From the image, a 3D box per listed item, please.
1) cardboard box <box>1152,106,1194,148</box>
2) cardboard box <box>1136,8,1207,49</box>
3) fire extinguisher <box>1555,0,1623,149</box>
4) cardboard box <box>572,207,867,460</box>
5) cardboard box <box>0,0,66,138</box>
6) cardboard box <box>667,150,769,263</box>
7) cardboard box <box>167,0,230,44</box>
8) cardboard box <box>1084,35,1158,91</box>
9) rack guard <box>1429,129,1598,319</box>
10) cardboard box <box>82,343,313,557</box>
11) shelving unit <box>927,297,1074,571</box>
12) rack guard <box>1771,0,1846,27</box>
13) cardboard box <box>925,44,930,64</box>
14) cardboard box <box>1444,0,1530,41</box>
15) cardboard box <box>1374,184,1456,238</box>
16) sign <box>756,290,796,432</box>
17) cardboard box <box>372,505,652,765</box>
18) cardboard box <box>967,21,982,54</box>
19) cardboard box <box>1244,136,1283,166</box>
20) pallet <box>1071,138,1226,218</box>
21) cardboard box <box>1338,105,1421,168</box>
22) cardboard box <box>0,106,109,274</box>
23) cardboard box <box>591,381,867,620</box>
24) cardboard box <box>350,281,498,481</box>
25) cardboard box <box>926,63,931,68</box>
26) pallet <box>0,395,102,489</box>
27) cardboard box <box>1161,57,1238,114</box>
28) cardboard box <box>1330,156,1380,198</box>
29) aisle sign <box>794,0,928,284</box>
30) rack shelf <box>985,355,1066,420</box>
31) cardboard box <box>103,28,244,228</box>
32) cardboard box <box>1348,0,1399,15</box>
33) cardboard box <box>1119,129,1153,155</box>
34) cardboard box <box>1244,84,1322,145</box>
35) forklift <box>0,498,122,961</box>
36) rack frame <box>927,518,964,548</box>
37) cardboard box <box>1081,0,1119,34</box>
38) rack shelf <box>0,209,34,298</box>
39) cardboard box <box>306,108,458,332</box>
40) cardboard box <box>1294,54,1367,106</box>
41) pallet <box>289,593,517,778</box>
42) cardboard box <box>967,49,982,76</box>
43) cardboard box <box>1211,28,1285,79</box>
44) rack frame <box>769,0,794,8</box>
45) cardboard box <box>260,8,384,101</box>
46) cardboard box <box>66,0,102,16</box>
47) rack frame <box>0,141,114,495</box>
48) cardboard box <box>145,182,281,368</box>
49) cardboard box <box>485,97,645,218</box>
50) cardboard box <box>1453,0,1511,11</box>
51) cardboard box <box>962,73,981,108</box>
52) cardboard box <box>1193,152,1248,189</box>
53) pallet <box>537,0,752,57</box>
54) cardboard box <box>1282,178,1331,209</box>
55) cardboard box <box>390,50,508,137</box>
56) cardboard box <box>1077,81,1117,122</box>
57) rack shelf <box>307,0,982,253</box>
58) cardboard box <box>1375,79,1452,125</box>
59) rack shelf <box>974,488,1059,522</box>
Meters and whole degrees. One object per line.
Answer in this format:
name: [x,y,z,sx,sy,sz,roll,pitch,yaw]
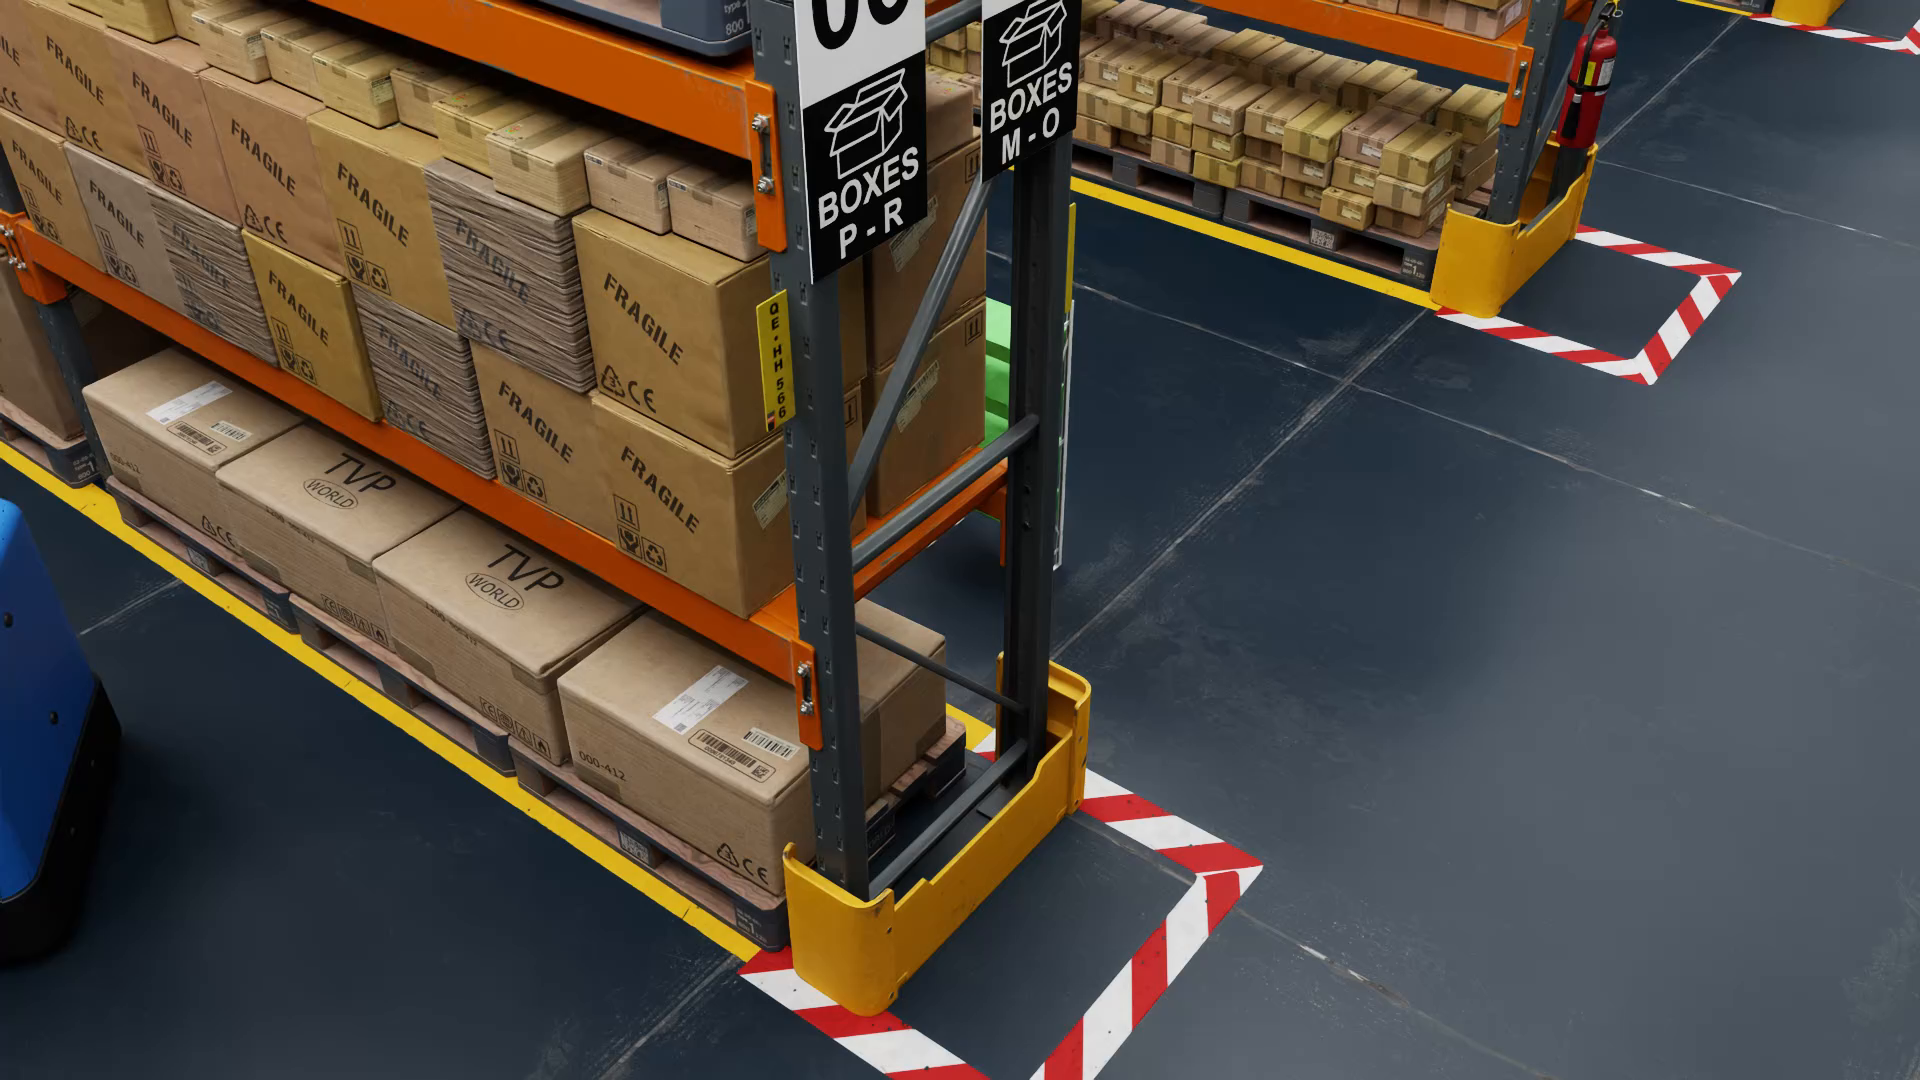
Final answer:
cardboard box: [1.245,-2.273,8.950,0.250,0.149,0.380,28,46,31]
cardboard box: [1.207,-2.885,9.491,0.250,0.149,0.380,24,44,27]
fire extinguisher: [2.783,-2.071,7.327,0.183,0.674,0.296,25,45,29]
cardboard box: [-0.591,-0.604,4.196,0.500,0.500,0.500,27,45,30]
cardboard box: [-3.010,-1.741,5.648,0.500,0.500,0.500,26,45,29]
cardboard box: [-0.471,-0.831,3.960,0.250,0.149,0.380,26,45,29]
cardboard box: [-2.103,-1.594,4.934,0.250,0.149,0.380,25,45,28]
cardboard box: [0.887,-2.627,9.161,0.250,0.149,0.380,23,44,27]
rack guard: [2.803,-1.613,8.404,0.348,0.500,1.175,25,45,29]
cardboard box: [-2.808,-0.474,6.659,0.875,0.438,0.875,25,44,28]
shelving unit: [0.131,-0.410,6.301,0.503,1.200,0.258,25,45,29]
rack guard: [5.976,-3.966,11.410,0.348,0.500,1.175,25,45,29]
cardboard box: [-0.221,-2.934,9.795,0.250,0.149,0.380,27,46,30]
cardboard box: [2.432,-2.453,7.654,0.250,0.149,0.380,25,45,29]
cardboard box: [2.318,-1.706,8.468,0.250,0.149,0.380,26,45,29]
sign: [-0.405,-0.395,3.690,0.005,0.325,0.100,25,45,29]
cardboard box: [-1.381,0.200,5.799,0.875,0.438,0.875,27,45,30]
cardboard box: [0.247,-2.910,9.523,0.250,0.149,0.380,25,44,28]
cardboard box: [1.706,-2.131,8.769,0.250,0.149,0.380,25,44,28]
pallet: [1.214,-2.278,9.488,1.213,0.211,1.003,25,45,29]
cardboard box: [2.124,-2.042,8.414,0.250,0.149,0.380,26,45,29]
cardboard box: [-3.027,-1.340,5.947,0.500,0.500,0.500,27,45,30]
cardboard box: [-0.608,-0.197,4.487,0.500,0.500,0.500,26,45,29]
cardboard box: [-1.412,-0.580,4.977,0.500,0.500,0.500,27,45,30]
cardboard box: [-0.220,-2.816,9.885,0.250,0.149,0.380,23,44,27]
pallet: [-3.900,-0.759,7.548,1.213,0.211,1.003,25,45,29]
cardboard box: [1.285,-2.431,8.911,0.250,0.149,0.380,24,44,27]
cardboard box: [2.096,-1.910,8.488,0.250,0.149,0.380,24,44,28]
aisle sign: [-0.195,-0.952,3.423,0.004,0.787,0.394,25,45,29]
rack shelf: [0.131,-0.549,6.192,0.480,0.148,0.258,25,45,29]
cardboard box: [-2.213,-1.351,5.150,0.500,0.500,0.500,26,45,29]
cardboard box: [2.049,-2.651,7.907,0.250,0.149,0.380,25,44,28]
cardboard box: [1.090,-2.289,9.212,0.250,0.149,0.380,27,45,30]
cardboard box: [1.674,-2.205,8.622,0.250,0.149,0.380,23,44,27]
forklift: [-4.315,0.012,4.357,3.031,2.935,1.130,-7,39,-9]
rack frame: [-0.062,-0.502,6.418,0.015,1.200,0.240,25,45,29]
cardboard box: [0.714,-3.036,9.684,0.250,0.149,0.380,27,45,30]
rack shelf: [-4.830,-2.071,7.545,4.000,0.370,1.077,25,45,29]
cardboard box: [-1.415,-0.972,4.666,0.500,0.500,0.500,25,44,28]
cardboard box: [1.992,-2.462,8.950,0.250,0.149,0.380,23,44,27]
pallet: [-1.711,0.273,6.230,1.213,0.211,1.003,25,45,29]
cardboard box: [0.250,-2.809,9.636,0.250,0.149,0.380,25,44,28]
cardboard box: [1.596,-2.691,9.243,0.250,0.149,0.380,26,45,29]
rack frame: [-0.064,-2.469,2.604,0.127,3.000,1.000,25,45,29]
cardboard box: [-1.715,-1.390,4.674,0.250,0.149,0.380,27,45,30]
cardboard box: [-2.546,-1.762,5.148,0.250,0.149,0.380,25,44,28]
rack frame: [-3.241,-1.605,6.366,0.127,3.000,1.000,25,45,29]
cardboard box: [-2.239,-0.960,5.462,0.500,0.500,0.500,26,45,29]
cardboard box: [-0.943,-0.970,4.138,0.250,0.149,0.380,25,44,28]
cardboard box: [2.350,-2.767,7.529,0.500,0.500,0.500,26,45,29]
cardboard box: [0.220,-2.648,9.671,0.250,0.149,0.380,25,44,28]
cardboard box: [1.450,-2.045,8.901,0.250,0.149,0.380,23,44,27]
pallet: [-0.660,-1.526,3.904,1.213,0.211,1.003,25,45,29]
cardboard box: [1.895,-1.894,8.708,0.250,0.149,0.380,25,44,28]
cardboard box: [-1.283,-1.217,4.453,0.250,0.149,0.380,25,44,28]
cardboard box: [0.829,-2.467,9.198,0.250,0.149,0.380,25,44,28]
rack shelf: [-1.653,-1.754,4.707,4.000,0.370,1.077,25,45,29]
cardboard box: [2.361,-2.252,8.683,0.250,0.149,0.380,26,45,29]
rack shelf: [0.131,-0.171,6.488,0.480,0.148,0.258,25,45,29]
